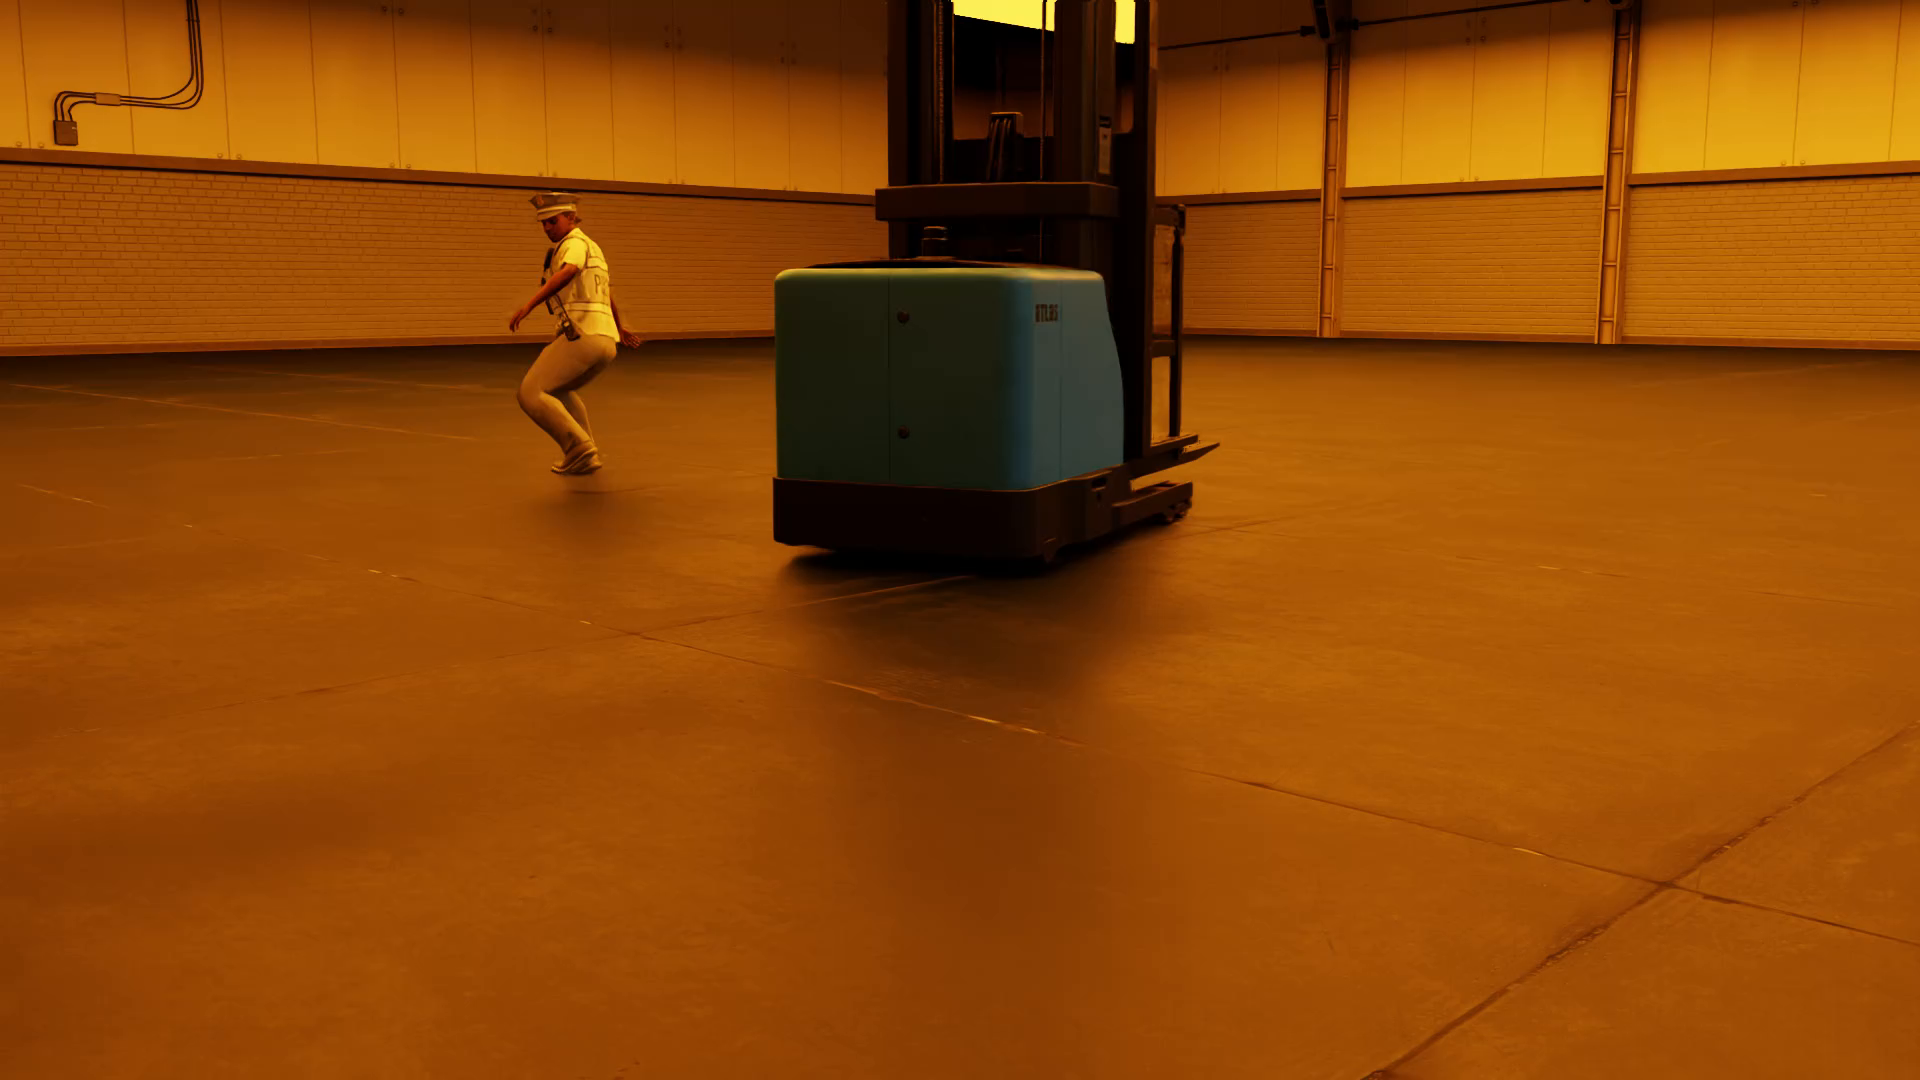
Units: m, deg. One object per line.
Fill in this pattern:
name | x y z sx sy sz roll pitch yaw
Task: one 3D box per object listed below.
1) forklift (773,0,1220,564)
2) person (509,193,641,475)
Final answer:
forklift | 0.385 -1.542 7.116 1.130 2.935 3.031 4 9 25
person | -2.024 -1.032 8.786 0.479 1.570 1.103 1 9 6
